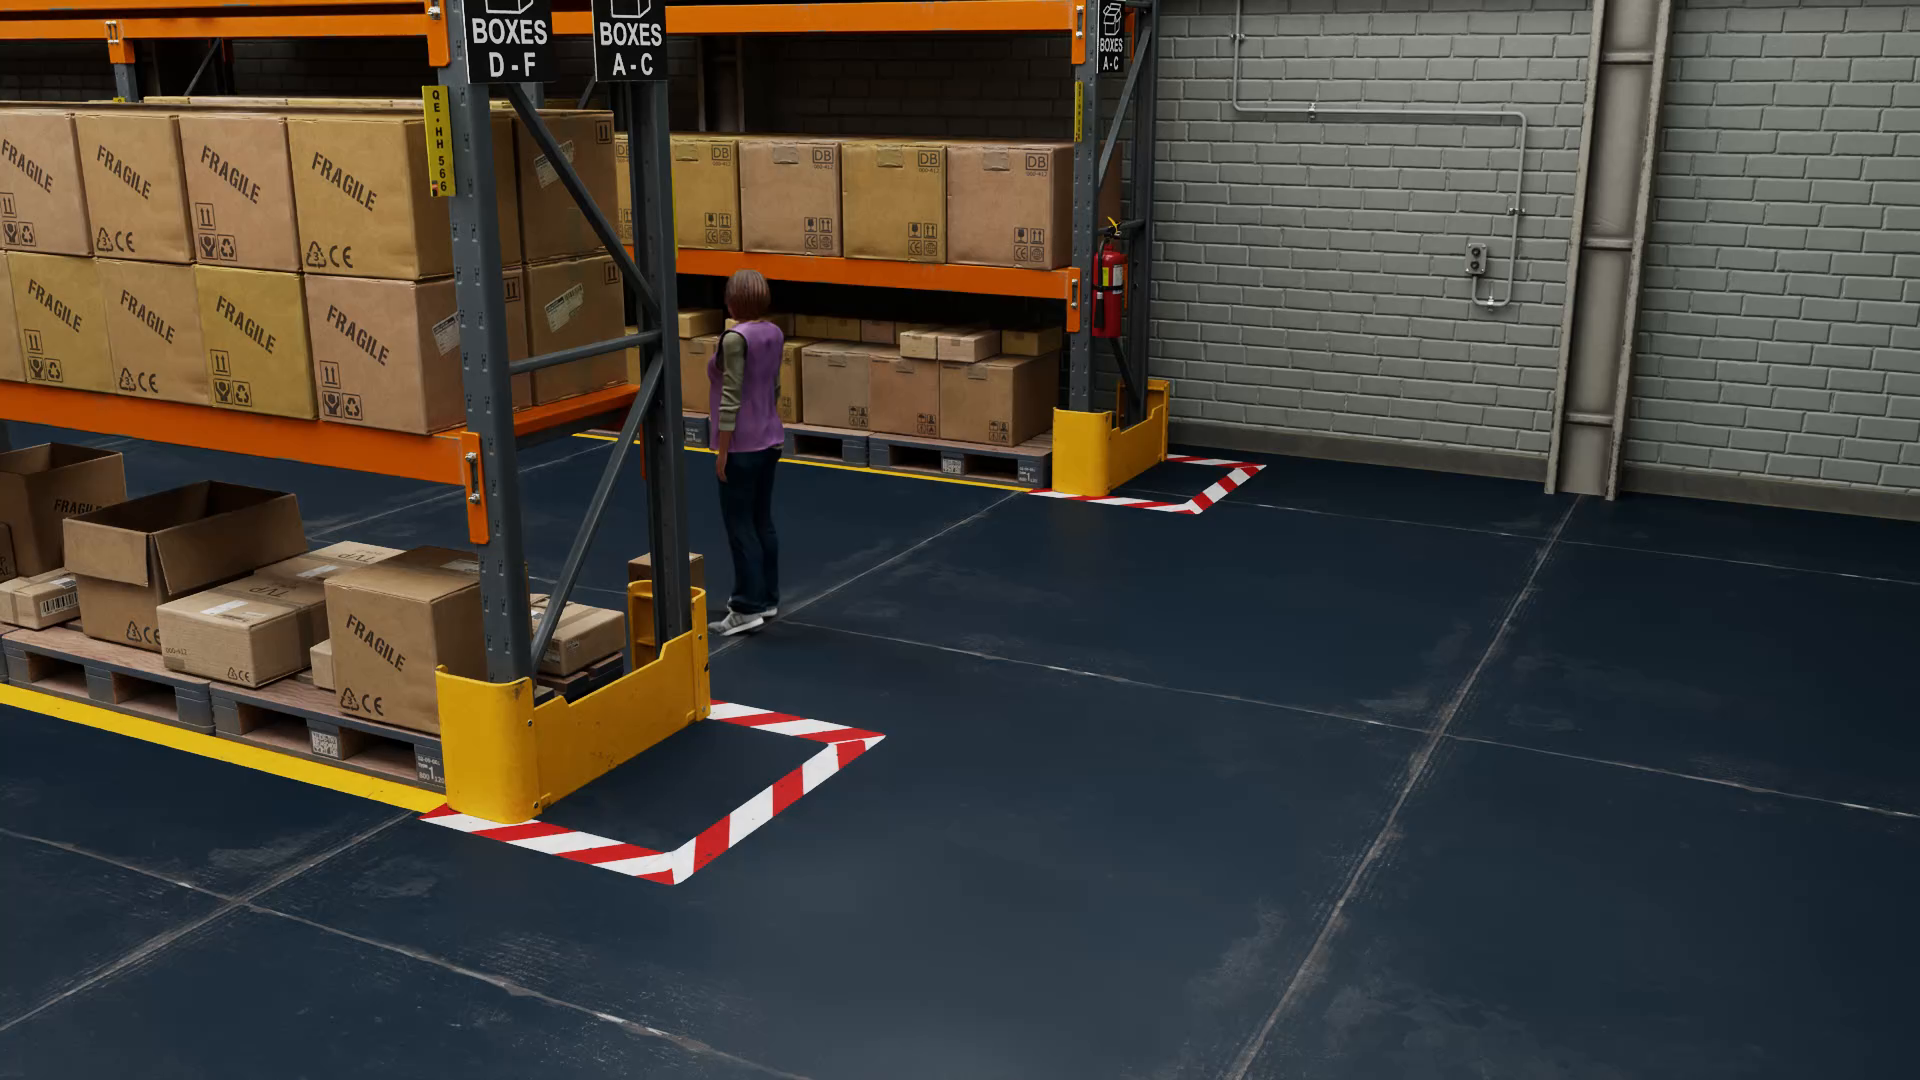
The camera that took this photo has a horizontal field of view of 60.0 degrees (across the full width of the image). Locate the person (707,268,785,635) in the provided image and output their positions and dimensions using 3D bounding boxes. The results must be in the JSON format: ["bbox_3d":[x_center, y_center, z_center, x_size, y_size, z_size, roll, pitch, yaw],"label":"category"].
[{"bbox_3d":[-0.963,-0.385,7.420,0.348,1.616,0.447,7,17,23],"label":"person"}]
